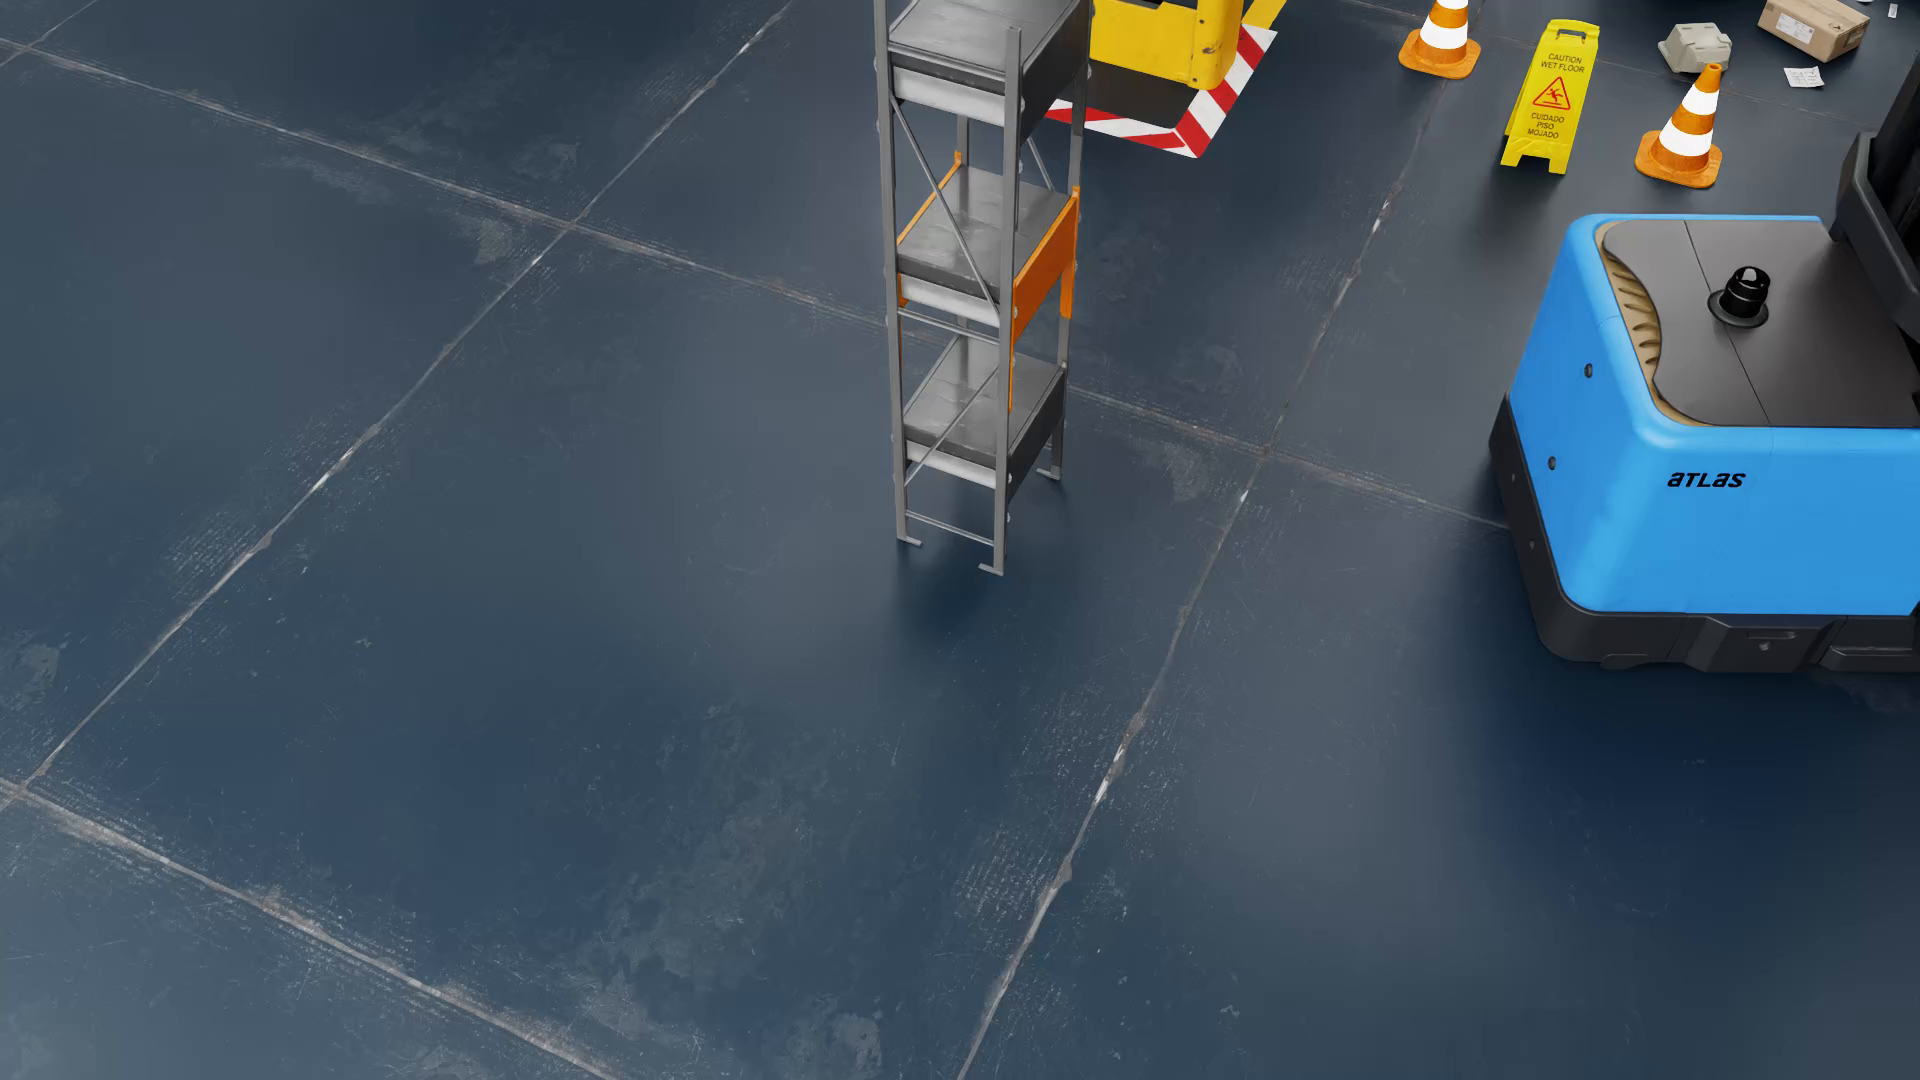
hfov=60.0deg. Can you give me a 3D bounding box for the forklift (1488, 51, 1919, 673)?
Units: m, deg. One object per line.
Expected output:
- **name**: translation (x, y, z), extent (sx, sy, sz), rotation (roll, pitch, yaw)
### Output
- **forklift**: translation (3.397, -0.899, 4.590), extent (3.031, 2.935, 1.130), rotation (1, 50, 1)

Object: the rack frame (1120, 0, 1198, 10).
- **rack frame**: translation (0.694, -3.301, 6.589), extent (1.000, 3.000, 0.127), rotation (20, 52, 16)

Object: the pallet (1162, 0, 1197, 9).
- **pallet**: translation (0.965, -2.973, 8.141), extent (1.003, 0.211, 1.213), rotation (20, 52, 16)

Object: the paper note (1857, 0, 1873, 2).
- **paper note**: translation (4.316, -2.628, 7.974), extent (0.142, 0.019, 0.148), rotation (-37, 59, -27)

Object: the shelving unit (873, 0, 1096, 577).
- **shelving unit**: translation (0.071, -0.794, 5.047), extent (0.431, 2.100, 0.503), rotation (20, 52, 16)

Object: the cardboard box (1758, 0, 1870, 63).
- **cardboard box**: translation (3.946, -2.395, 7.690), extent (0.250, 0.149, 0.380), rotation (-28, 55, -22)

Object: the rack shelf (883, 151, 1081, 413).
- **rack shelf**: translation (0.071, -0.786, 5.058), extent (0.431, 0.518, 0.480), rotation (20, 52, 16)

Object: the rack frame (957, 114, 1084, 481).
- **rack frame**: translation (0.175, -0.962, 5.190), extent (0.400, 2.100, 0.015), rotation (20, 52, 16)

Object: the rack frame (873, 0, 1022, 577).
- **rack frame**: translation (-0.034, -0.626, 4.904), extent (0.400, 2.100, 0.015), rotation (20, 52, 16)

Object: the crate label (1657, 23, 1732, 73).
- **crate label**: translation (3.361, -2.236, 7.563), extent (0.250, 0.136, 0.298), rotation (-4, 50, -3)

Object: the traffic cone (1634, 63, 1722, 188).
- **traffic cone**: translation (3.081, -1.780, 6.961), extent (0.336, 0.463, 0.334), rotation (20, 52, 16)

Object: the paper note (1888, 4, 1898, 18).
- **paper note**: translation (4.420, -2.508, 7.877), extent (0.032, 0.001, 0.123), rotation (20, 52, 16)

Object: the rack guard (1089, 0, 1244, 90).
- **rack guard**: translation (0.684, -2.474, 7.527), extent (1.175, 0.500, 0.348), rotation (20, 52, 16)

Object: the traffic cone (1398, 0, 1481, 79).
- **traffic cone**: translation (2.205, -2.382, 7.473), extent (0.336, 0.463, 0.334), rotation (20, 52, 16)

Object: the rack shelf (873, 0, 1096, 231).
- **rack shelf**: translation (0.071, -1.239, 4.525), extent (0.431, 0.518, 0.480), rotation (20, 52, 16)

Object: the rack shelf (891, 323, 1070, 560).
- **rack shelf**: translation (0.071, -0.332, 5.591), extent (0.431, 0.518, 0.480), rotation (20, 52, 16)

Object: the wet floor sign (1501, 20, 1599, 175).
- **wet floor sign**: translation (2.472, -1.873, 6.920), extent (0.267, 0.644, 0.232), rotation (12, 51, 10)

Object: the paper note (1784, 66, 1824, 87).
- **paper note**: translation (3.817, -2.096, 7.513), extent (0.148, 0.019, 0.142), rotation (4, 50, 3)
